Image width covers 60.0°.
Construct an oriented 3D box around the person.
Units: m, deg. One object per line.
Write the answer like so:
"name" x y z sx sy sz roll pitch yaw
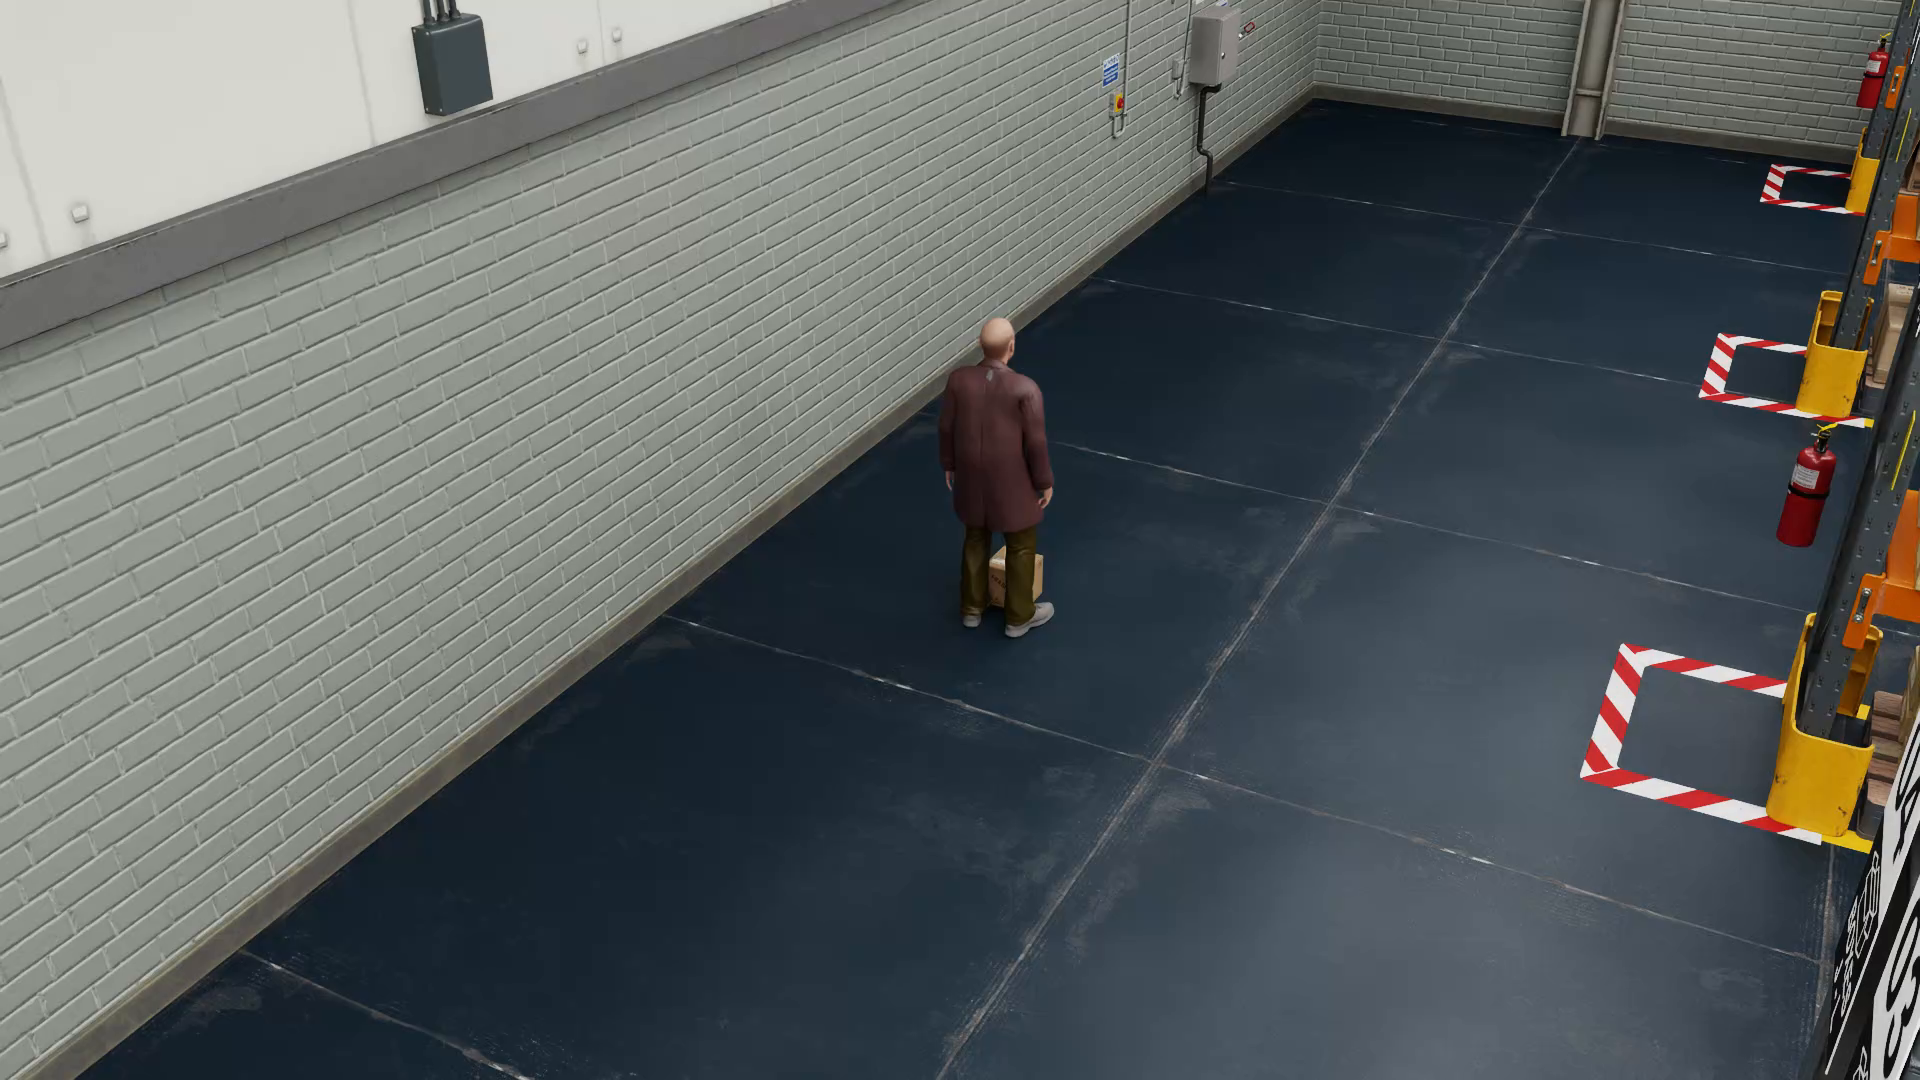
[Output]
"person" 0.190 -0.332 8.895 0.655 1.774 0.416 13 32 22
